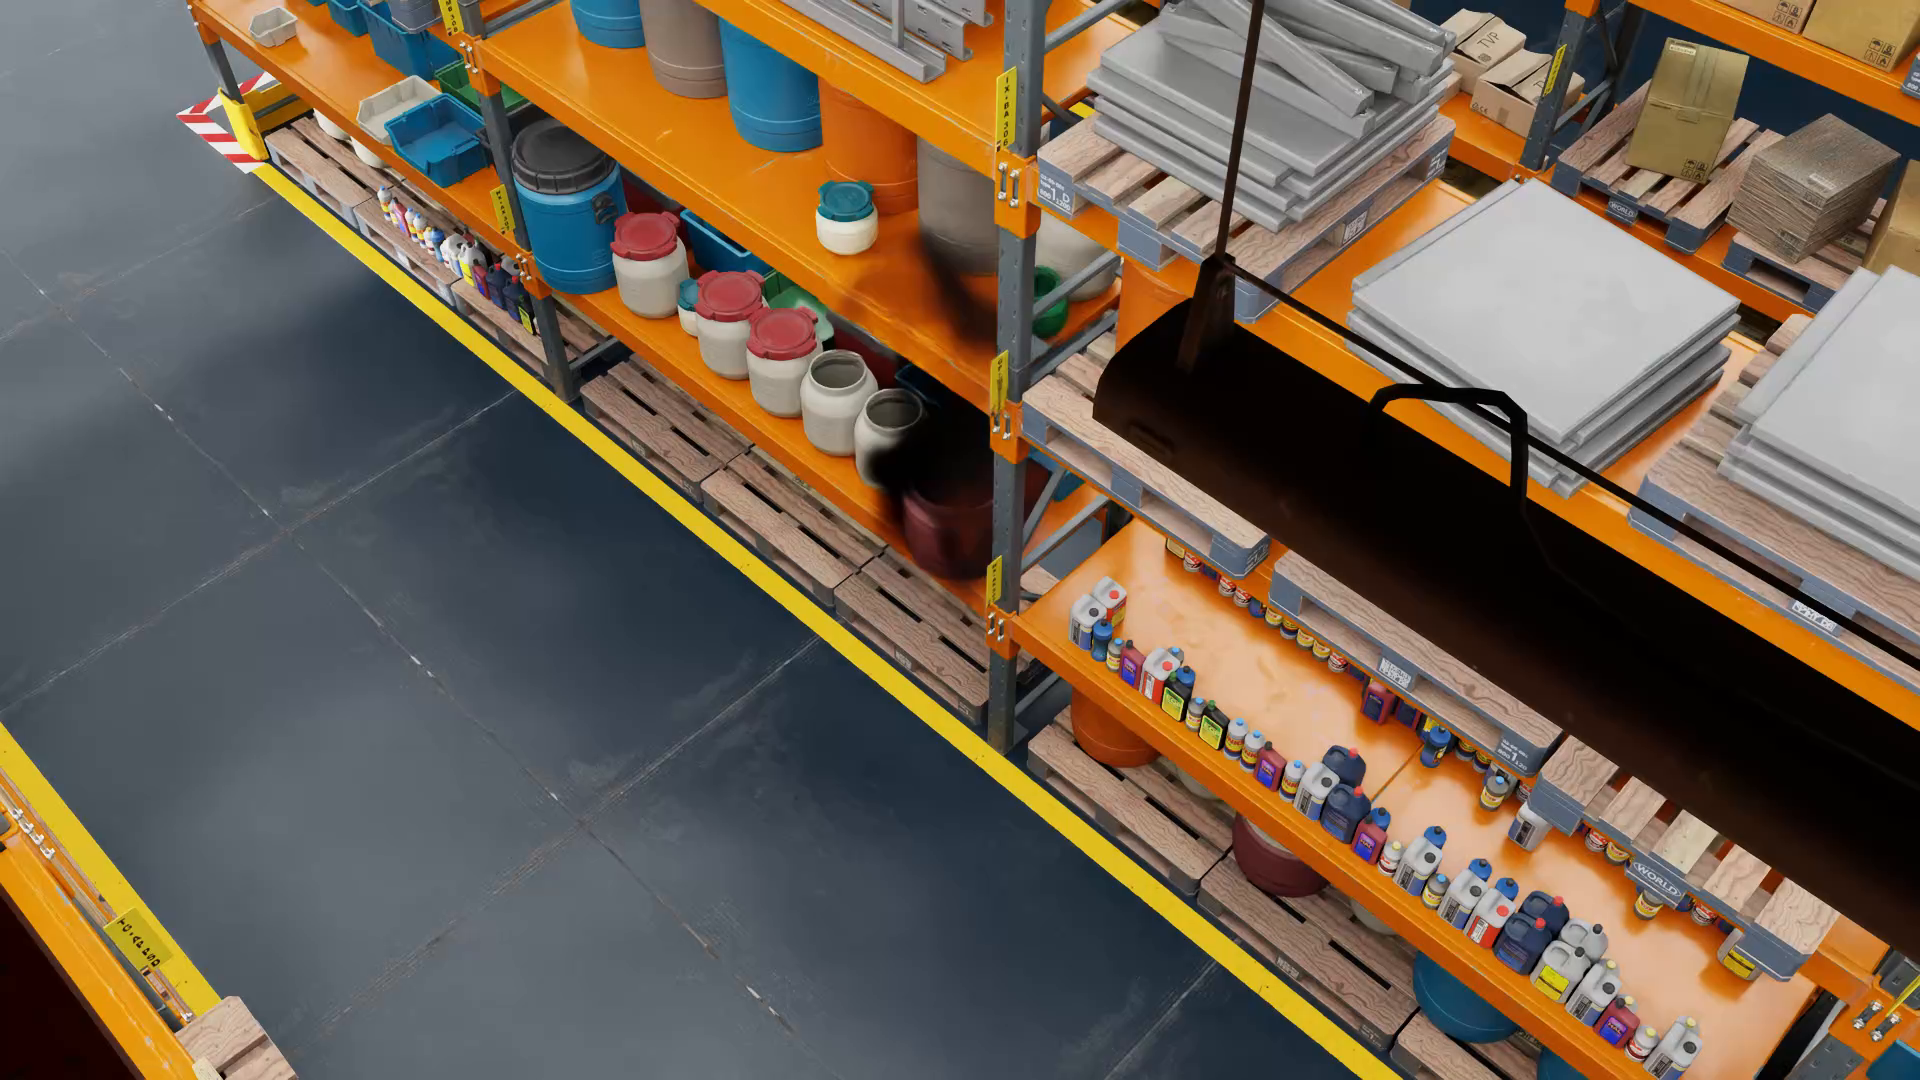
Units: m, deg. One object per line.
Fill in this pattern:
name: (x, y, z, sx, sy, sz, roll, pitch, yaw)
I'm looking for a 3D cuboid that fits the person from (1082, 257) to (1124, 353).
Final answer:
person: (0.963, -1.471, 10.175, 0.552, 1.791, 0.782, -34, 58, -25)
